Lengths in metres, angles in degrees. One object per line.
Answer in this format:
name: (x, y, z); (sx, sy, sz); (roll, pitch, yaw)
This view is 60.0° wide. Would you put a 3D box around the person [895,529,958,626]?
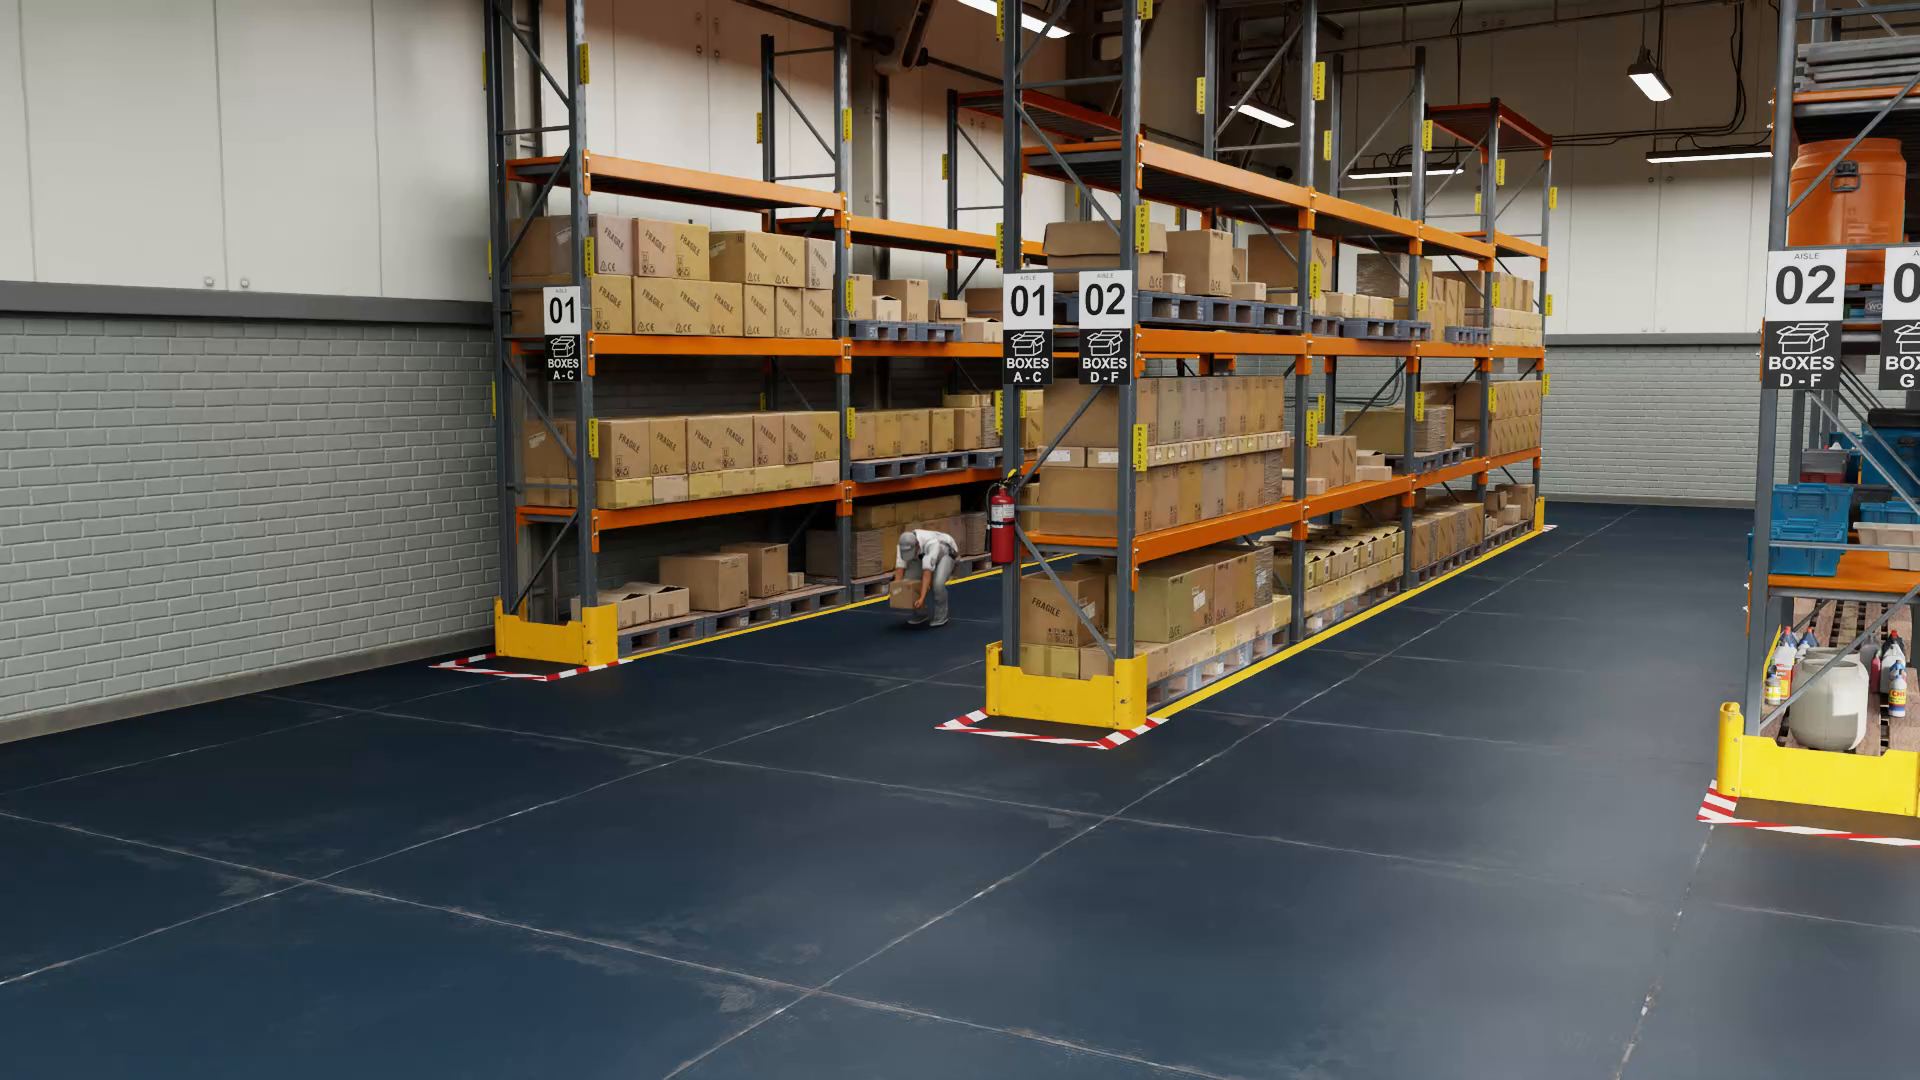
person: (-0.365, 0.361, 16.294); (0.508, 0.966, 0.934); (3, 7, 26)
